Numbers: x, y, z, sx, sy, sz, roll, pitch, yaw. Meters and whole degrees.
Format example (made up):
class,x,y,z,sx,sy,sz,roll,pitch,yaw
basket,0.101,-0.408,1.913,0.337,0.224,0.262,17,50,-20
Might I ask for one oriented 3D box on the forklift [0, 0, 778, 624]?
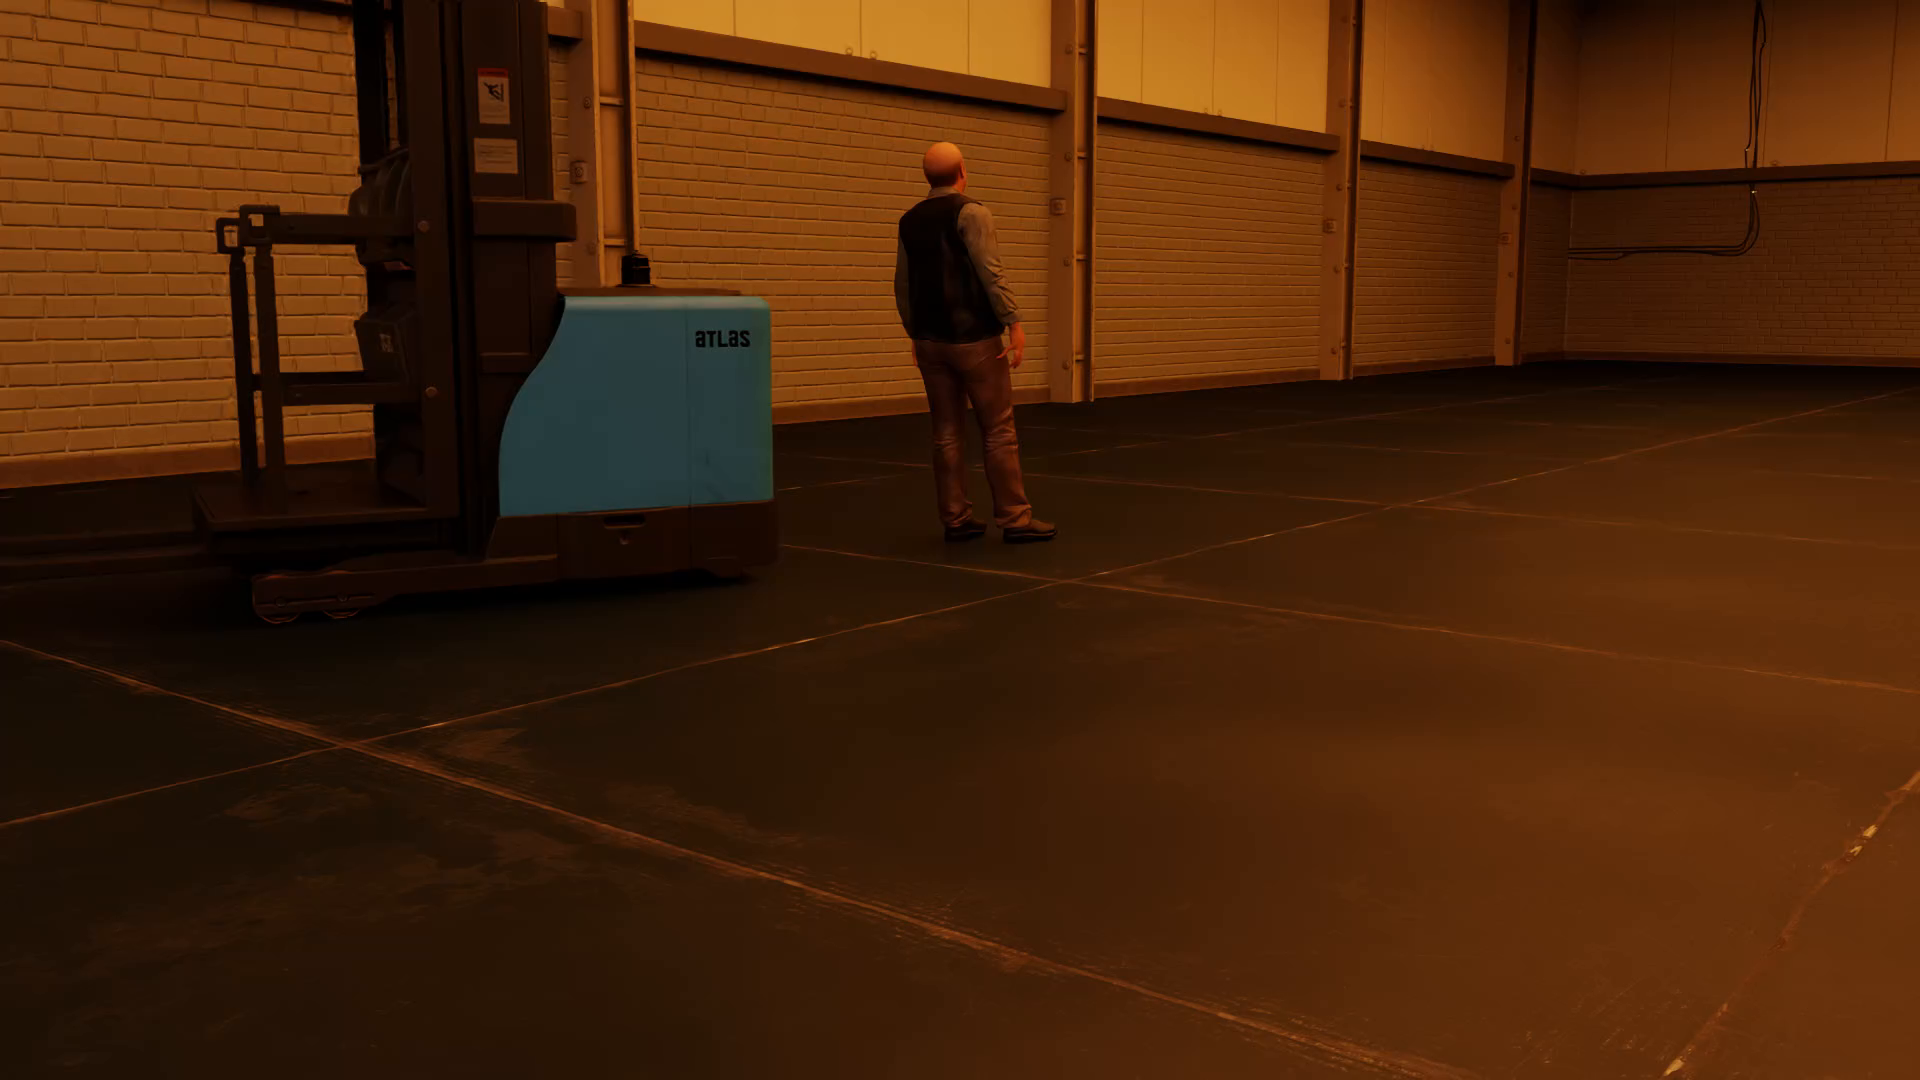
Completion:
class,x,y,z,sx,sy,sz,roll,pitch,yaw
forklift,-2.243,-1.258,5.879,3.031,2.935,1.130,-4,9,-27

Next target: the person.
class,x,y,z,sx,sy,sz,roll,pitch,yaw
person,0.045,-0.865,7.322,0.632,1.720,0.568,7,11,38
